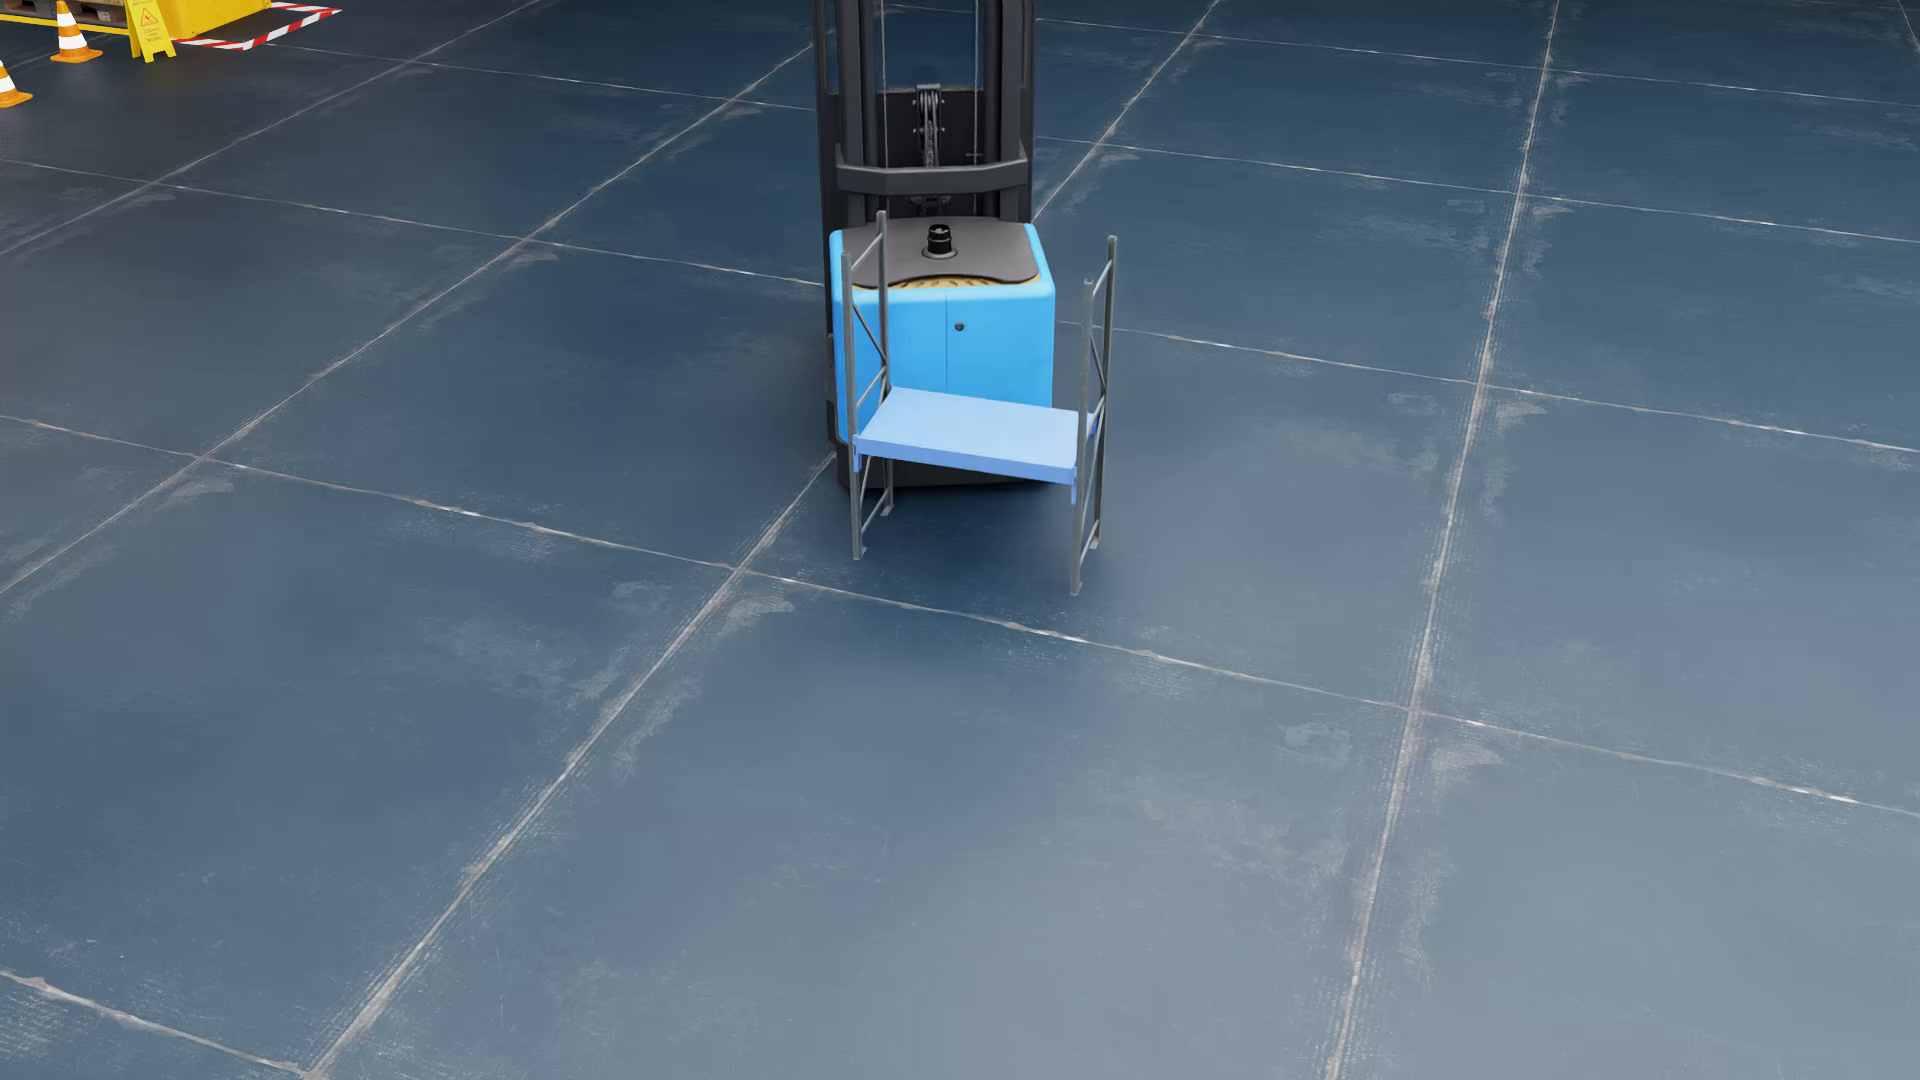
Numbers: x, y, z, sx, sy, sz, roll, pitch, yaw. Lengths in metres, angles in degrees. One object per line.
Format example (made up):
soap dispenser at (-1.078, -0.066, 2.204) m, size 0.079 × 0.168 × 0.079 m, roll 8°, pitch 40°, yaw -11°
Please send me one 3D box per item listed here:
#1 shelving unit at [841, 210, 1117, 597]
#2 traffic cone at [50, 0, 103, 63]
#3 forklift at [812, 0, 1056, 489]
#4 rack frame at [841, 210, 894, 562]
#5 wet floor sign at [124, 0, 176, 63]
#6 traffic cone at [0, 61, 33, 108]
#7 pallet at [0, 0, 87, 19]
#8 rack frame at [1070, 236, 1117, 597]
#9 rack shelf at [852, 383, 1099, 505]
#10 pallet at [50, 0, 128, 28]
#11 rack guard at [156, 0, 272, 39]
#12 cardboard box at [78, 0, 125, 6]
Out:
shelving unit at (0.084, -0.587, 7.277) m, size 1.048 × 1.500 × 0.538 m, roll 9°, pitch 34°, yaw 14°
traffic cone at (-7.486, -4.293, 13.972) m, size 0.334 × 0.463 × 0.336 m, roll 11°, pitch 34°, yaw 16°
forklift at (-0.196, -2.255, 8.540) m, size 1.130 × 2.935 × 3.031 m, roll -3°, pitch 33°, yaw -4°
rack frame at (-0.404, -0.664, 7.396) m, size 0.032 × 1.500 × 0.500 m, roll 9°, pitch 34°, yaw 14°
wet floor sign at (-6.828, -4.368, 13.921) m, size 0.232 × 0.644 × 0.267 m, roll 24°, pitch 40°, yaw 32°
traffic cone at (-7.541, -3.664, 12.998) m, size 0.334 × 0.463 × 0.336 m, roll 11°, pitch 34°, yaw 16°
pallet at (-8.615, -5.172, 15.565) m, size 1.213 × 0.211 × 1.003 m, roll 11°, pitch 34°, yaw 16°
rack frame at (0.572, -0.510, 7.157) m, size 0.032 × 1.500 × 0.500 m, roll 9°, pitch 34°, yaw 14°
rack shelf at (0.084, -0.436, 7.374) m, size 1.000 × 0.185 × 0.538 m, roll 9°, pitch 34°, yaw 14°
pallet at (-7.471, -4.948, 15.218) m, size 1.213 × 0.211 × 1.003 m, roll 11°, pitch 34°, yaw 16°
rack guard at (-6.718, -4.902, 14.882) m, size 0.348 × 0.500 × 1.175 m, roll 11°, pitch 34°, yaw 16°
cardboard box at (-7.521, -4.975, 14.837) m, size 0.500 × 0.250 × 0.500 m, roll 11°, pitch 34°, yaw 16°
